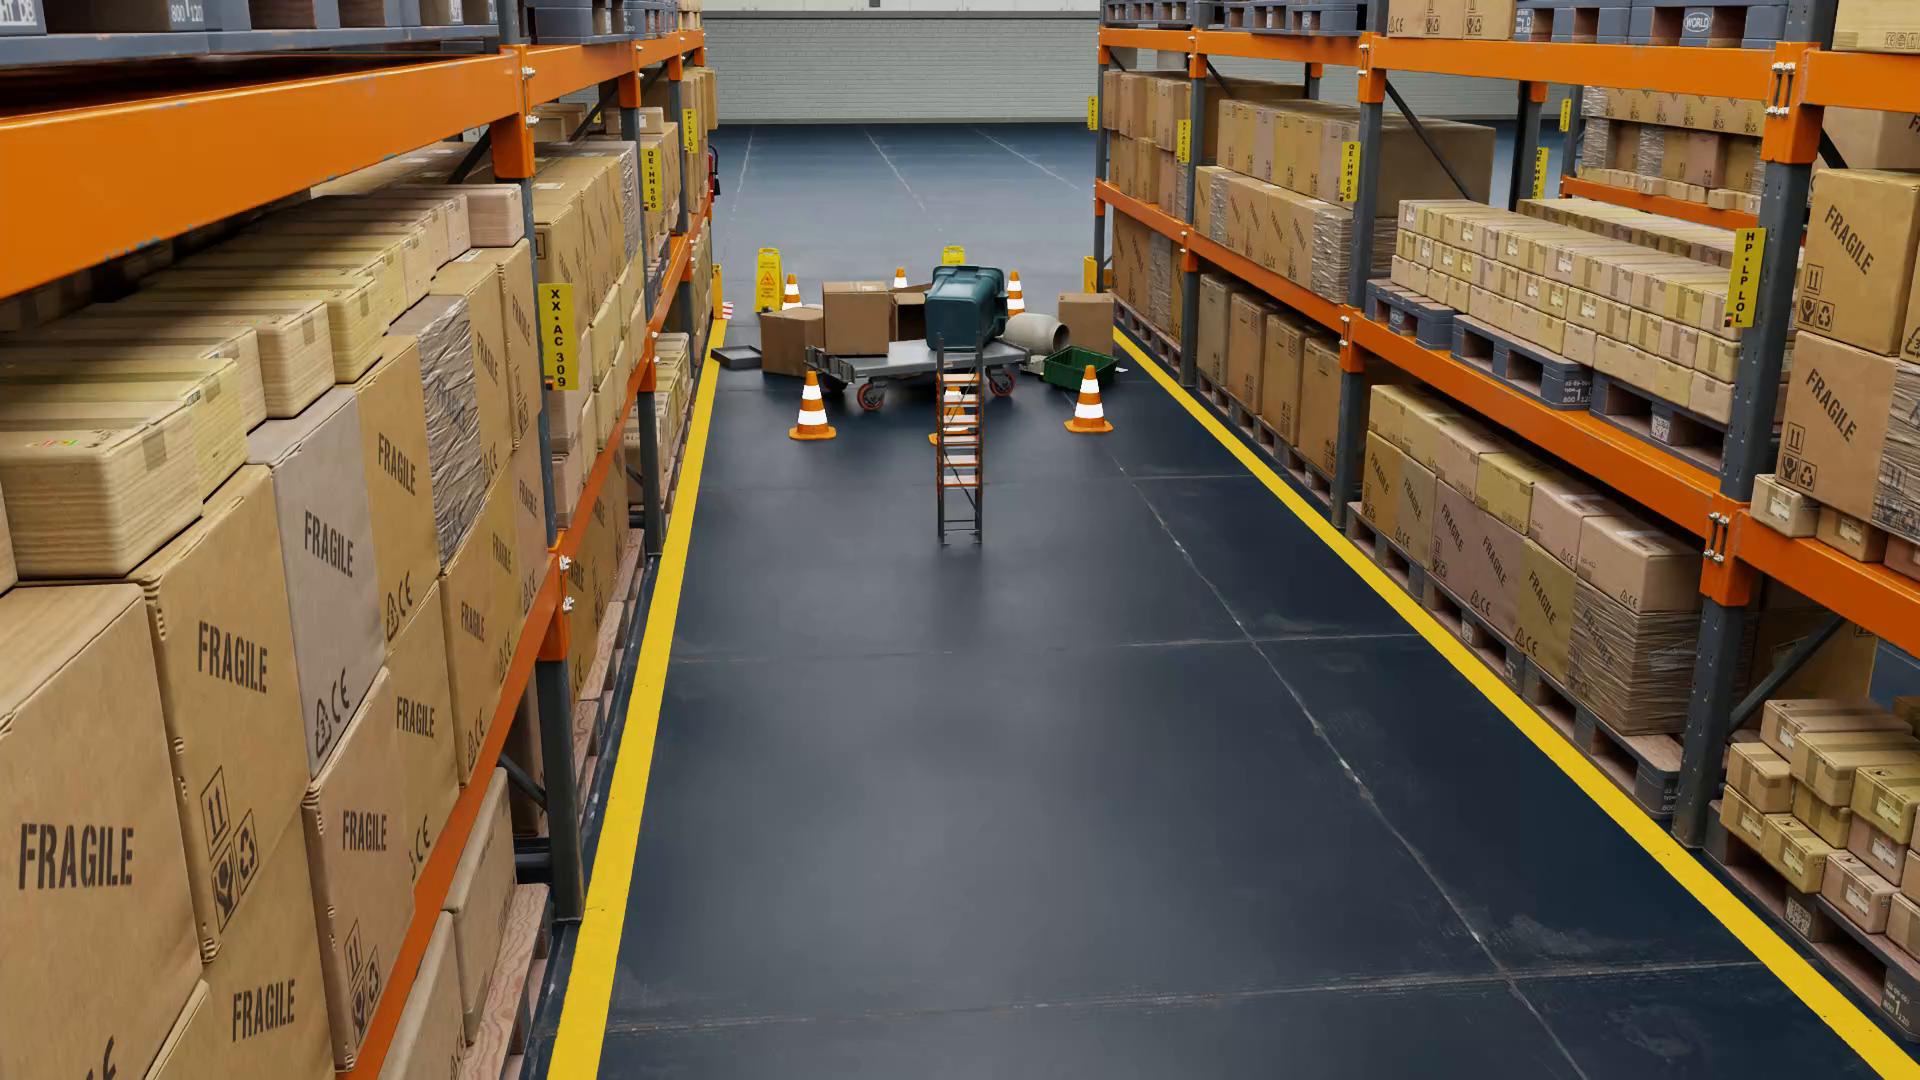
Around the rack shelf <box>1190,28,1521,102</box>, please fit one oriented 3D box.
[{"bbox_3d":[2.523,-3.206,11.073,1.077,0.370,4.000,-2,18,-6],"label":"rack shelf"}]

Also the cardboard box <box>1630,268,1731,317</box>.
[{"bbox_3d":[2.853,-0.965,6.468,0.380,0.149,0.250,-2,18,-7],"label":"cardboard box"}]

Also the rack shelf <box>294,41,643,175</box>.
[{"bbox_3d":[-1.978,-1.831,6.694,1.077,0.370,4.000,-2,18,-6],"label":"rack shelf"}]

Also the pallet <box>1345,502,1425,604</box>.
[{"bbox_3d":[2.808,0.041,9.193,1.003,0.211,1.213,-2,18,-6],"label":"pallet"}]

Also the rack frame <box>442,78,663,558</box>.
[{"bbox_3d":[-2.184,-1.339,8.934,1.000,3.000,0.127,-2,18,-6],"label":"rack frame"}]

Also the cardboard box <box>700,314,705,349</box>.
[{"bbox_3d":[-2.455,-1.762,14.171,0.500,0.250,0.500,-1,17,-3],"label":"cardboard box"}]

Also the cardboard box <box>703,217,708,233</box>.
[{"bbox_3d":[-2.563,-2.940,15.589,0.380,0.149,0.250,-1,17,-4],"label":"cardboard box"}]

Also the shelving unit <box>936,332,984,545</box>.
[{"bbox_3d":[-0.002,-0.577,9.511,0.258,1.200,0.189,-2,18,-6],"label":"shelving unit"}]

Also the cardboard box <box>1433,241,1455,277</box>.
[{"bbox_3d":[2.640,-1.434,8.458,0.380,0.149,0.250,-2,18,-7],"label":"cardboard box"}]

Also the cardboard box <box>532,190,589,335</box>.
[{"bbox_3d":[-1.611,-0.963,5.899,0.500,0.500,0.500,-2,18,-6],"label":"cardboard box"}]

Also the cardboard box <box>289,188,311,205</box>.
[{"bbox_3d":[-1.997,-0.879,4.551,0.380,0.149,0.250,-2,18,-6],"label":"cardboard box"}]

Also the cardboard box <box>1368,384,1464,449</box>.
[{"bbox_3d":[2.559,-0.674,9.038,0.500,0.250,0.500,-3,18,-8],"label":"cardboard box"}]

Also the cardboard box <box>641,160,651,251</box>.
[{"bbox_3d":[-2.000,-1.870,9.261,0.500,0.500,0.500,-2,18,-7],"label":"cardboard box"}]

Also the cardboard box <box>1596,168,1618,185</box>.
[{"bbox_3d":[6.658,-3.666,16.767,0.380,0.149,0.250,-2,18,-6],"label":"cardboard box"}]

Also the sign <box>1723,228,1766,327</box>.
[{"bbox_3d":[2.590,-0.864,5.489,0.100,0.325,0.005,-2,18,-6],"label":"sign"}]

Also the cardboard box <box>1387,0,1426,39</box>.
[{"bbox_3d":[2.523,-2.822,8.484,0.500,0.500,0.500,-2,18,-6],"label":"cardboard box"}]

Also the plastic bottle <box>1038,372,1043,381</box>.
[{"bbox_3d":[0.787,-1.347,13.867,0.133,0.061,0.283,-12,21,-34],"label":"plastic bottle"}]

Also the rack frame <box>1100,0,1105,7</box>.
[{"bbox_3d":[1.904,-6.768,16.210,1.000,3.000,0.127,-2,18,-6],"label":"rack frame"}]

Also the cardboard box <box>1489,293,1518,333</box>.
[{"bbox_3d":[2.713,-1.068,7.789,0.380,0.149,0.250,-2,17,-5],"label":"cardboard box"}]

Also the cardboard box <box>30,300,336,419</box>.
[{"bbox_3d":[-1.239,-0.291,2.677,0.380,0.149,0.250,-2,18,-5],"label":"cardboard box"}]

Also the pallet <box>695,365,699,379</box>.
[{"bbox_3d":[-2.701,-1.399,13.781,1.003,0.211,1.213,-2,18,-6],"label":"pallet"}]

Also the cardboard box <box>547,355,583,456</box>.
[{"bbox_3d":[-1.536,-0.454,5.531,0.500,0.250,0.500,-2,18,-7],"label":"cardboard box"}]

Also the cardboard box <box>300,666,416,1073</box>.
[{"bbox_3d":[-1.237,0.543,2.772,0.500,0.500,0.500,-2,18,-6],"label":"cardboard box"}]

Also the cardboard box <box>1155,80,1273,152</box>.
[{"bbox_3d":[2.140,-3.572,13.993,0.875,0.550,0.550,-2,18,-6],"label":"cardboard box"}]

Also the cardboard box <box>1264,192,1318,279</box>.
[{"bbox_3d":[2.314,-1.993,10.851,0.500,0.500,0.500,-2,18,-7],"label":"cardboard box"}]

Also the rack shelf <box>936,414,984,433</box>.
[{"bbox_3d":[-0.002,-0.649,9.488,0.258,0.103,0.180,-2,18,-6],"label":"rack shelf"}]

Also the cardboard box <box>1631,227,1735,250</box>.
[{"bbox_3d":[3.367,-1.369,7.755,0.380,0.149,0.250,-1,17,-3],"label":"cardboard box"}]

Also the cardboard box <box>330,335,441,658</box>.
[{"bbox_3d":[-1.299,-0.087,3.111,0.500,0.500,0.500,-2,18,-5],"label":"cardboard box"}]

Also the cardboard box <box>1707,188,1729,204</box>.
[{"bbox_3d":[6.932,-3.073,14.876,0.380,0.149,0.250,-2,18,-6],"label":"cardboard box"}]

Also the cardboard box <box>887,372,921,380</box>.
[{"bbox_3d":[-0.546,-1.535,14.124,0.396,0.266,0.258,16,24,42],"label":"cardboard box"}]

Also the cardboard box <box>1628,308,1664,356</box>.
[{"bbox_3d":[2.853,-0.817,6.495,0.380,0.149,0.250,-1,17,-3],"label":"cardboard box"}]

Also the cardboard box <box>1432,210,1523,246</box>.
[{"bbox_3d":[2.635,-1.589,8.457,0.380,0.149,0.250,-2,18,-6],"label":"cardboard box"}]

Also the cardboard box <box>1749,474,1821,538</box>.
[{"bbox_3d":[2.845,-0.116,5.457,0.380,0.149,0.250,-1,17,-4],"label":"cardboard box"}]

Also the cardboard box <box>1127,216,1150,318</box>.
[{"bbox_3d":[2.132,-2.630,15.892,0.875,0.875,0.875,-2,18,-7],"label":"cardboard box"}]

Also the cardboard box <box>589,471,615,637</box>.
[{"bbox_3d":[-2.108,-0.051,7.679,0.875,0.875,0.875,-2,17,-5],"label":"cardboard box"}]

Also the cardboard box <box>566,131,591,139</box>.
[{"bbox_3d":[-2.744,-2.475,11.188,0.500,0.500,0.500,-2,18,-6],"label":"cardboard box"}]

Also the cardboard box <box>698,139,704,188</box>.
[{"bbox_3d":[-2.584,-3.460,15.027,0.500,0.500,0.500,-2,18,-6],"label":"cardboard box"}]

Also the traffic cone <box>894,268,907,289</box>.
[{"bbox_3d":[-0.613,-2.559,17.057,0.336,0.463,0.334,-2,18,-6],"label":"traffic cone"}]

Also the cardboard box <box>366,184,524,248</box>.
[{"bbox_3d":[-1.423,-0.899,4.615,0.380,0.149,0.250,-2,18,-7],"label":"cardboard box"}]

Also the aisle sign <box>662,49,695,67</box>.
[{"bbox_3d":[-2.727,-4.990,16.224,0.394,0.787,0.004,-2,18,-6],"label":"aisle sign"}]

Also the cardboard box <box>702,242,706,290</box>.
[{"bbox_3d":[-2.565,-2.432,15.053,0.500,0.500,0.500,-2,18,-7],"label":"cardboard box"}]

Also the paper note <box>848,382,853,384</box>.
[{"bbox_3d":[-0.954,-1.325,13.845,0.148,0.019,0.142,-2,18,-6],"label":"paper note"}]

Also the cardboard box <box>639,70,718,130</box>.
[{"bbox_3d":[-2.540,-3.944,14.898,0.700,0.500,0.500,-2,18,-6],"label":"cardboard box"}]

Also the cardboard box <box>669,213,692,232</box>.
[{"bbox_3d":[-2.310,-2.514,13.098,0.380,0.149,0.250,-2,18,-6],"label":"cardboard box"}]

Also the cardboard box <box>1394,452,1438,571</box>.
[{"bbox_3d":[2.604,-0.161,8.655,0.500,0.500,0.500,-2,17,-5],"label":"cardboard box"}]

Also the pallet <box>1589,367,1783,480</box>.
[{"bbox_3d":[3.208,-0.471,6.489,1.003,0.211,1.213,-2,18,-6],"label":"pallet"}]

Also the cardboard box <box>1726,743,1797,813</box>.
[{"bbox_3d":[2.861,0.806,5.665,0.380,0.149,0.250,-1,17,-3],"label":"cardboard box"}]

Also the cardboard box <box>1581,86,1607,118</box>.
[{"bbox_3d":[6.634,-4.523,16.743,0.500,0.500,0.500,-2,18,-6],"label":"cardboard box"}]

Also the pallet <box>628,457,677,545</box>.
[{"bbox_3d":[-2.263,-0.241,10.093,1.003,0.211,1.213,-2,18,-6],"label":"pallet"}]

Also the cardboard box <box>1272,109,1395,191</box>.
[{"bbox_3d":[2.531,-2.636,11.231,0.700,0.500,0.500,-2,18,-6],"label":"cardboard box"}]

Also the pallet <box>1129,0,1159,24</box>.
[{"bbox_3d":[2.120,-4.709,14.809,1.003,0.211,1.213,-2,18,-6],"label":"pallet"}]

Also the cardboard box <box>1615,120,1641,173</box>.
[{"bbox_3d":[7.048,-3.908,16.454,0.875,0.500,0.500,-2,18,-6],"label":"cardboard box"}]

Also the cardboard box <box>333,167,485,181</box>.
[{"bbox_3d":[-2.229,-1.257,6.835,0.500,0.500,0.500,-1,17,-5],"label":"cardboard box"}]

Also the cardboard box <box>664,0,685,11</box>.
[{"bbox_3d":[-2.370,-4.172,12.703,0.500,0.250,0.500,-2,18,-7],"label":"cardboard box"}]
